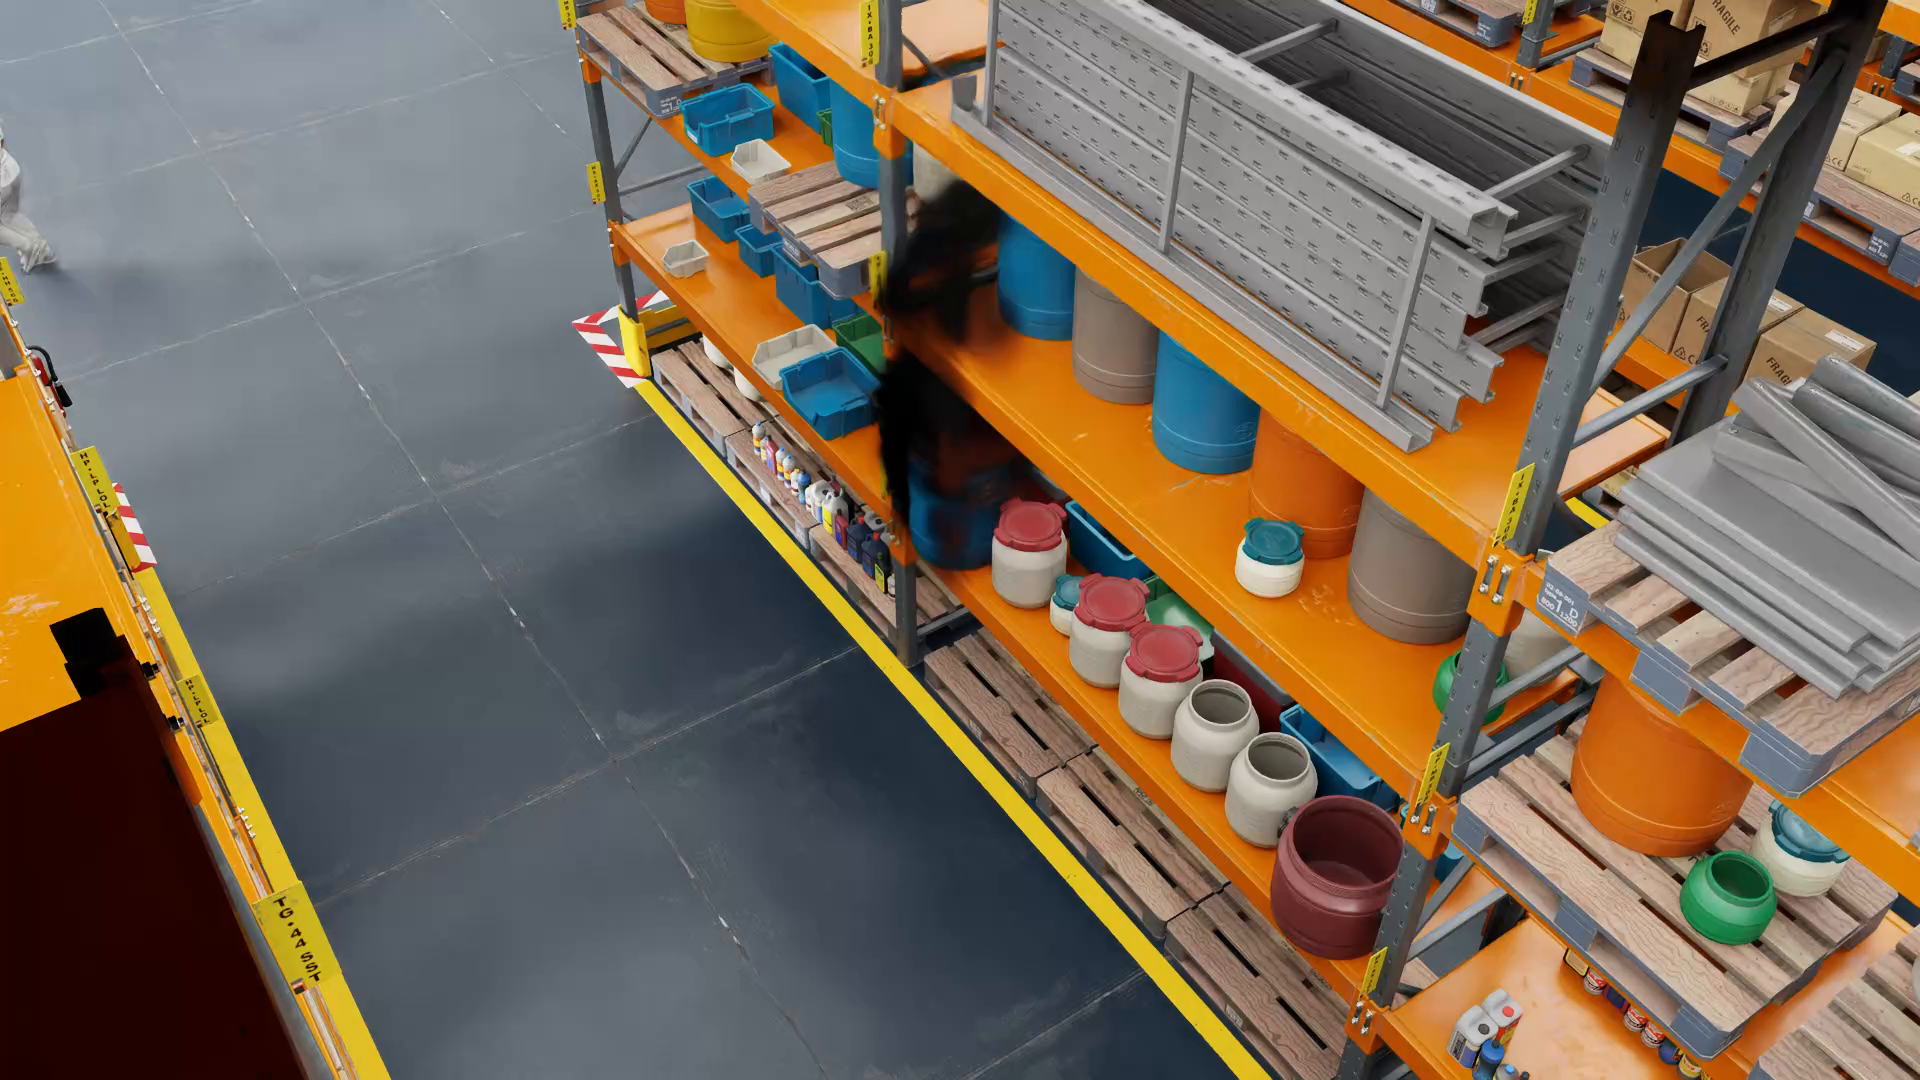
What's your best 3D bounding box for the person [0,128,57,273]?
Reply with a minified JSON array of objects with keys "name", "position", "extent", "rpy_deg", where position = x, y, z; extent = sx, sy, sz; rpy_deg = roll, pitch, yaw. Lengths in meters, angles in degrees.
[{"name":"person","position":[-8.063,-2.961,13.765],"extent":[0.559,1.627,0.592],"rpy_deg":[-1,43,-1]}]
